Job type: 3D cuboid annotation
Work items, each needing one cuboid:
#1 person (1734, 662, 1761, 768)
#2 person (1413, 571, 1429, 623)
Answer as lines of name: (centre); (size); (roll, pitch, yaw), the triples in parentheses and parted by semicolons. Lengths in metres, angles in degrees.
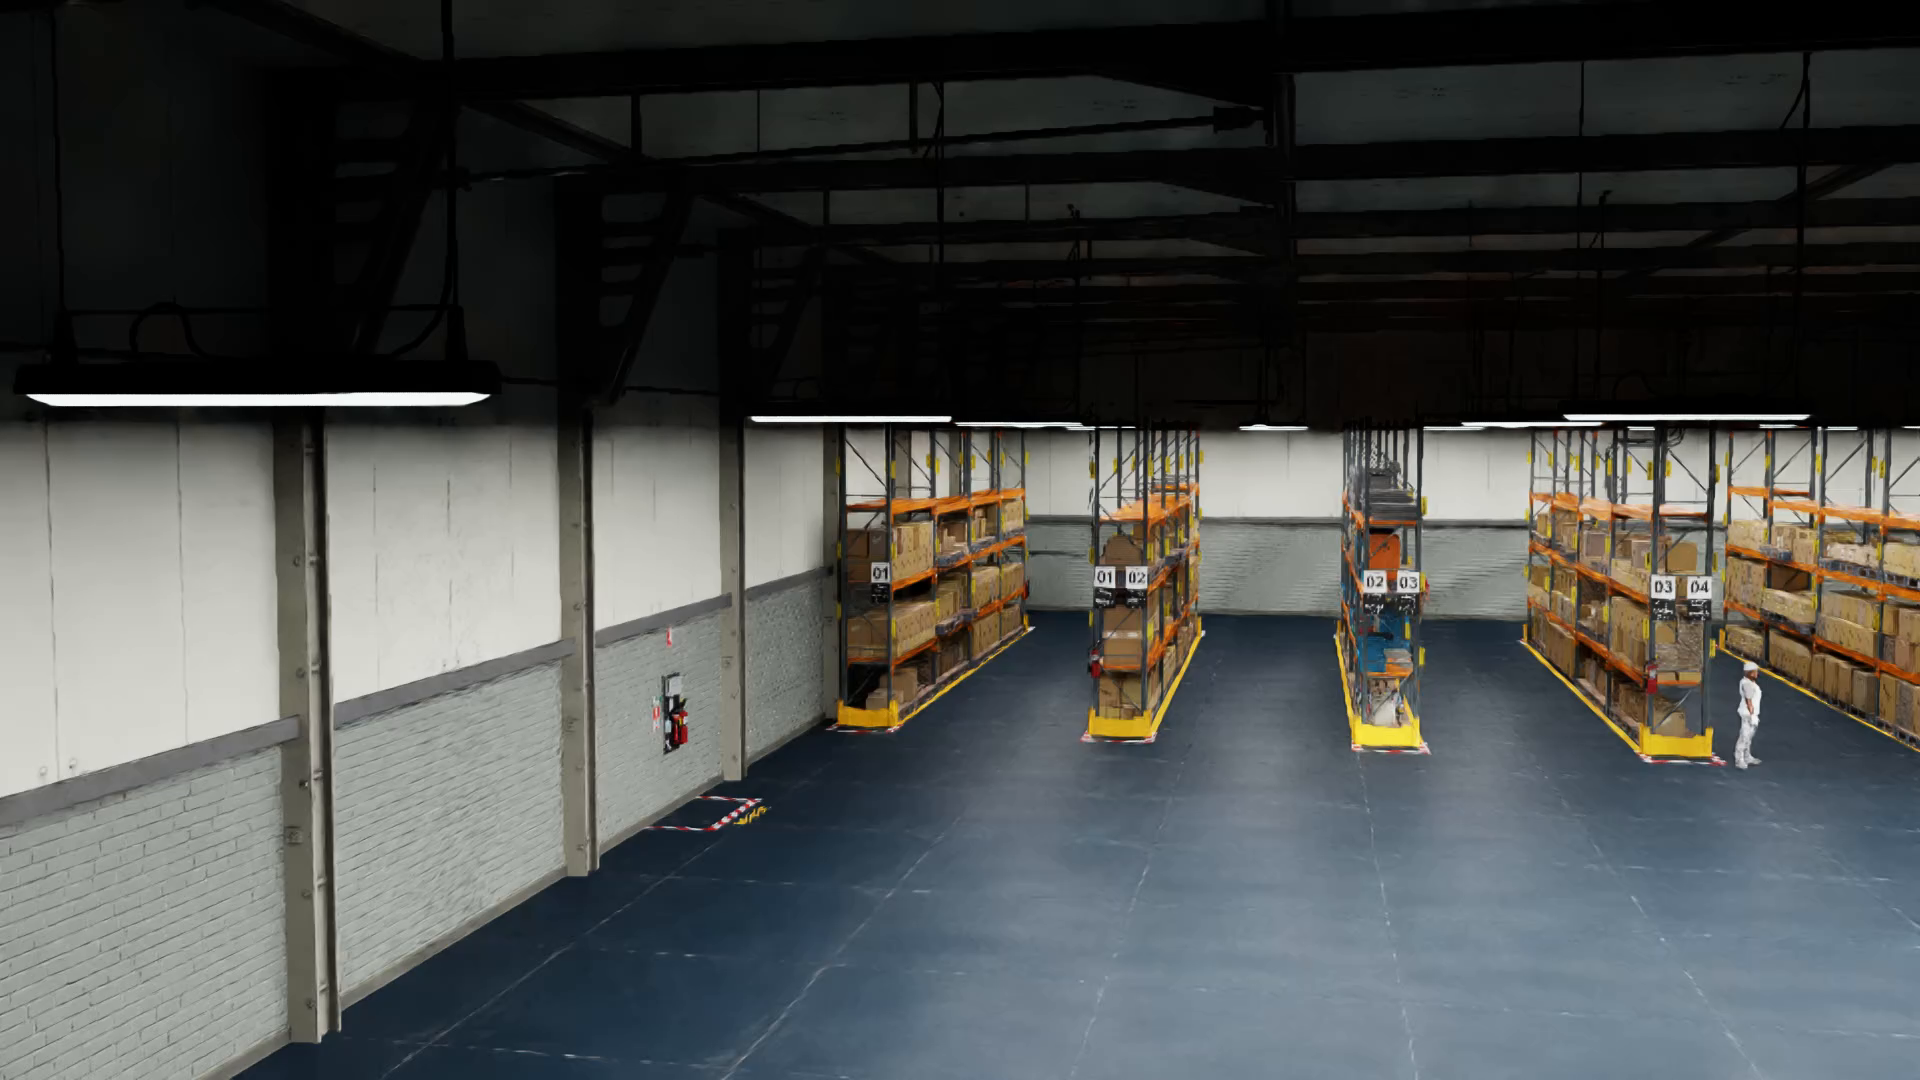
person: (13.491, 2.965, 28.438); (0.401, 1.784, 0.722); (2, 4, 28)
person: (13.607, 1.689, 49.285); (0.556, 1.666, 1.019); (1, 4, 11)
